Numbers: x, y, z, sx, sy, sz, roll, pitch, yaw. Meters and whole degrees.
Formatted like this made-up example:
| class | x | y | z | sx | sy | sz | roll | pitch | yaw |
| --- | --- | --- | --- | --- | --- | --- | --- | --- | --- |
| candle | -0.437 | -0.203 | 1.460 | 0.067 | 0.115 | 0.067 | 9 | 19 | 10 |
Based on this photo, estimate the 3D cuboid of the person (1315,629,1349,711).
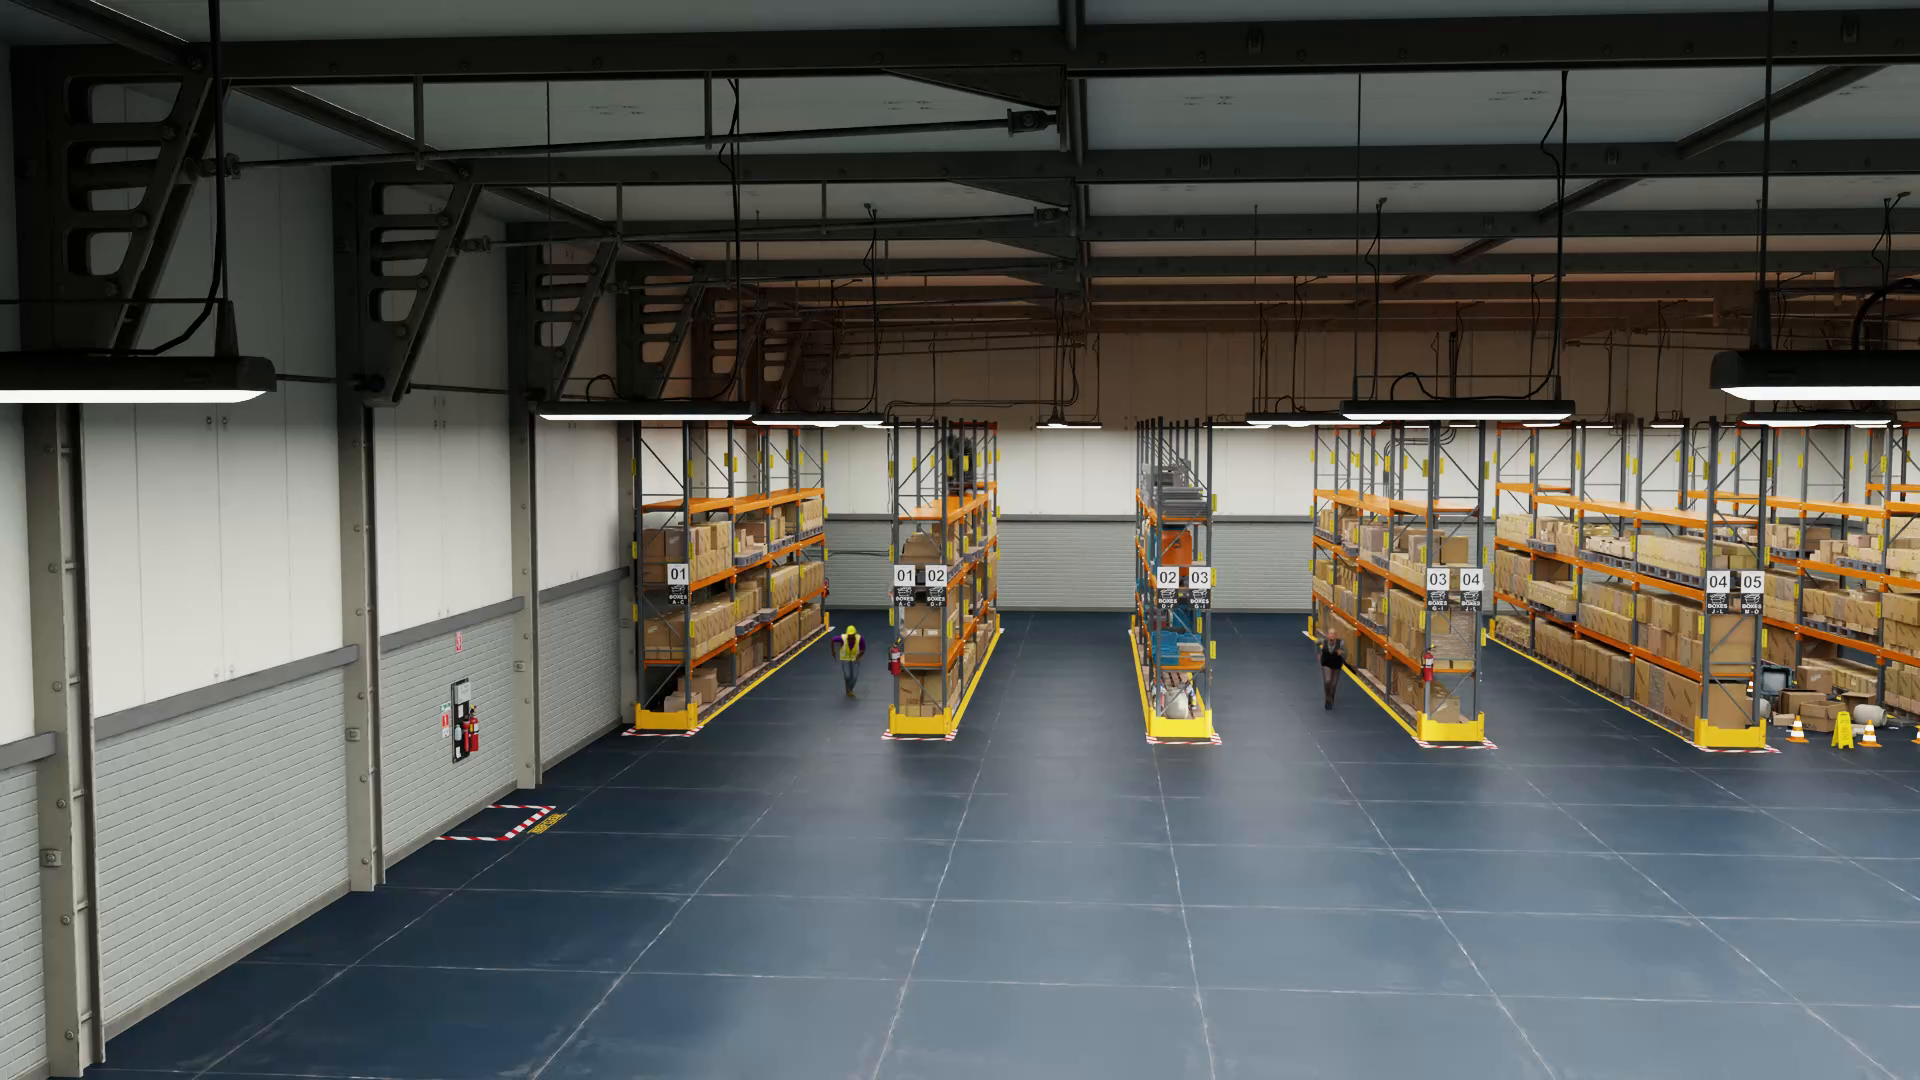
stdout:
| class | x | y | z | sx | sy | sz | roll | pitch | yaw |
| --- | --- | --- | --- | --- | --- | --- | --- | --- | --- |
| person | 7.639 | 2.687 | 34.226 | 0.646 | 1.607 | 0.925 | 0 | 4 | 5 |

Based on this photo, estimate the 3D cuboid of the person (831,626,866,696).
| class | x | y | z | sx | sy | sz | roll | pitch | yaw |
| --- | --- | --- | --- | --- | --- | --- | --- | --- | --- |
| person | -2.401 | 2.604 | 35.690 | 0.734 | 1.577 | 0.830 | -1 | 4 | -10 |

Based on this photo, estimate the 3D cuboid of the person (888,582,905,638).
| class | x | y | z | sx | sy | sz | roll | pitch | yaw |
| --- | --- | --- | --- | --- | --- | --- | --- | --- | --- |
| person | -1.577 | 1.706 | 43.749 | 0.636 | 1.746 | 0.577 | 0 | 4 | -3 |

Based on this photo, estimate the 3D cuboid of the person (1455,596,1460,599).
| class | x | y | z | sx | sy | sz | roll | pitch | yaw |
| --- | --- | --- | --- | --- | --- | --- | --- | --- | --- |
| person | 14.066 | 1.824 | 46.686 | 0.699 | 1.706 | 0.550 | 4 | 5 | 45 |
